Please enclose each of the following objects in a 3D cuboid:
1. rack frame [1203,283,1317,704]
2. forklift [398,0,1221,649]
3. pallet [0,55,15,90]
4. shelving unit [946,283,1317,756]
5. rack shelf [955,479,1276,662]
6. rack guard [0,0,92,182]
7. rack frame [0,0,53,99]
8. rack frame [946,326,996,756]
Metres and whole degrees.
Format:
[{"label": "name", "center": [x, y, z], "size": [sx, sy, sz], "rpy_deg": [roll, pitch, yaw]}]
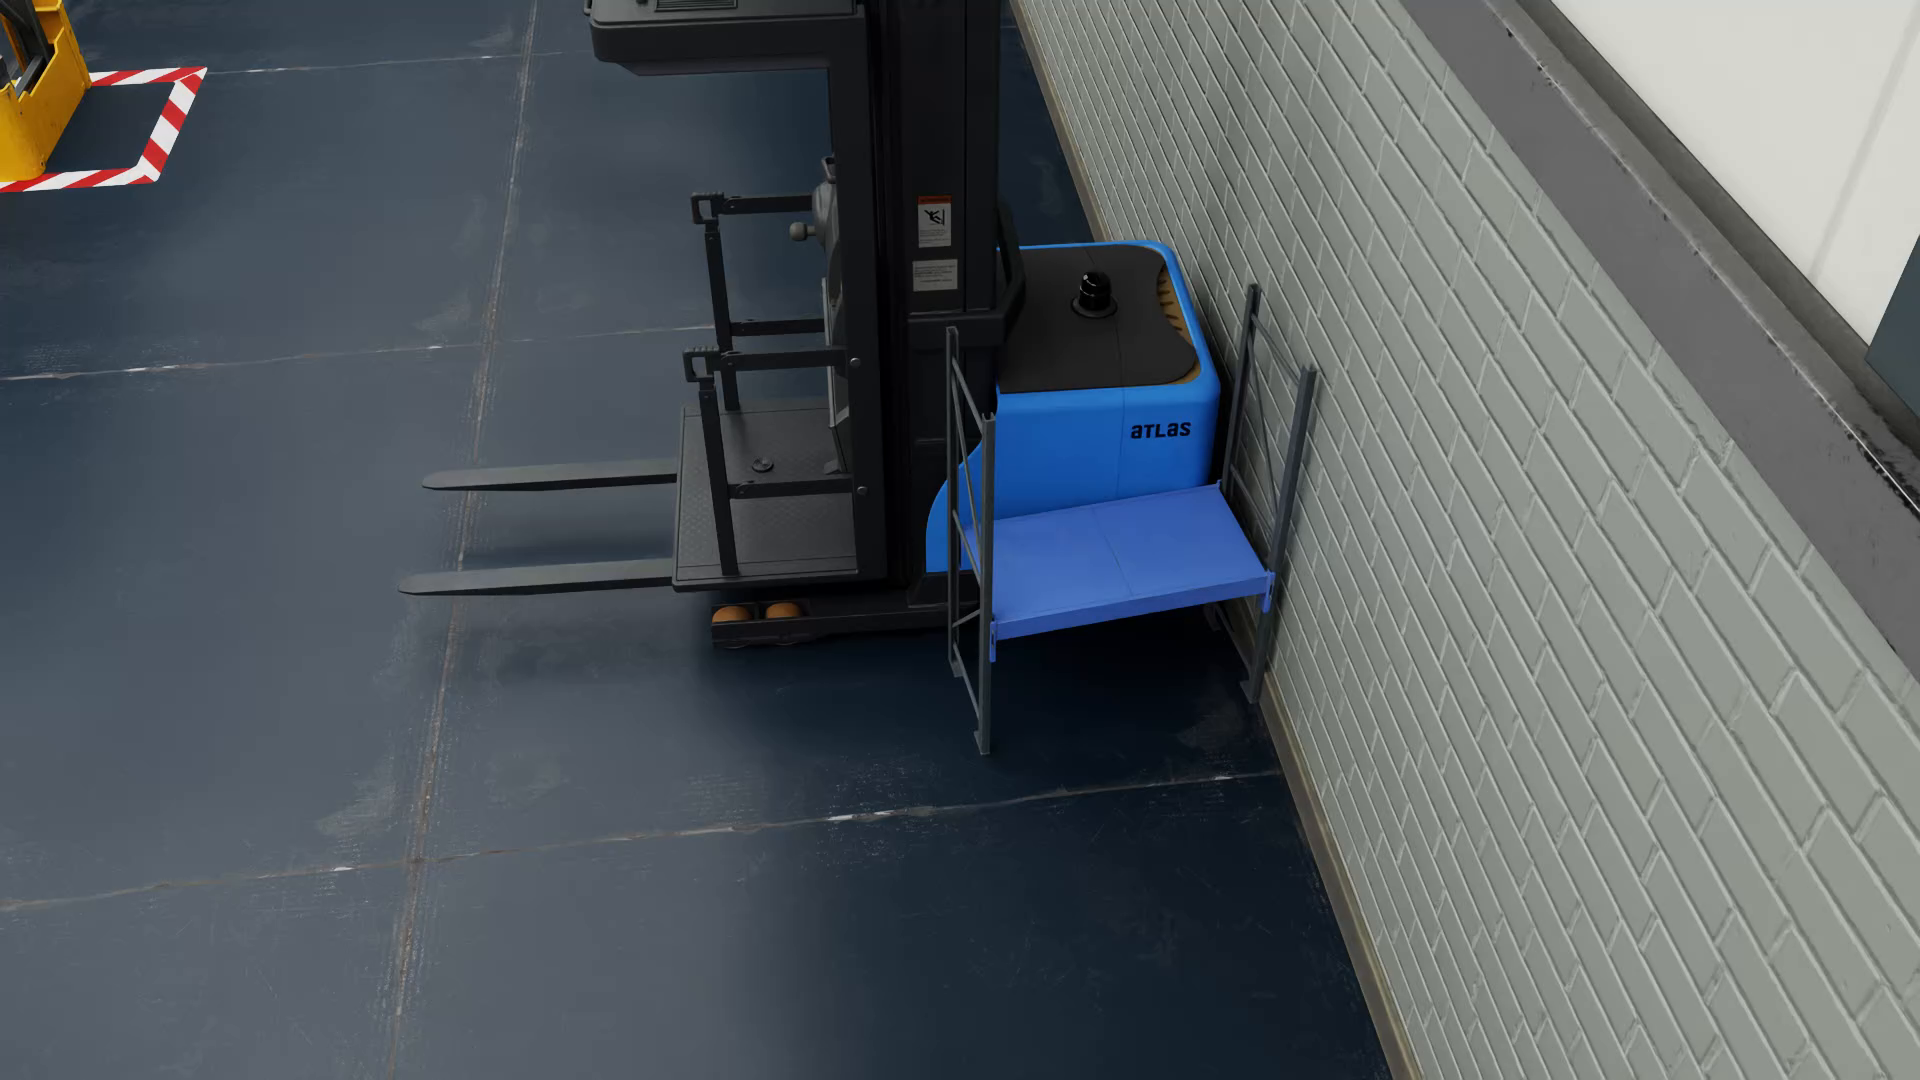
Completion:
[{"label": "rack frame", "center": [1.017, -0.120, 5.764], "size": [0.032, 1.500, 0.500], "rpy_deg": [-9, 43, -10]}, {"label": "forklift", "center": [-0.623, -1.049, 5.725], "size": [3.031, 2.935, 1.130], "rpy_deg": [-4, 42, -4]}, {"label": "pallet", "center": [-6.009, -2.320, 9.165], "size": [1.213, 0.211, 1.003], "rpy_deg": [-5, 42, -6]}, {"label": "shelving unit", "center": [0.524, -0.038, 5.673], "size": [1.048, 1.500, 0.538], "rpy_deg": [-9, 43, -10]}, {"label": "rack shelf", "center": [0.524, 0.095, 5.793], "size": [1.000, 0.185, 0.538], "rpy_deg": [-9, 43, -10]}, {"label": "rack guard", "center": [-5.165, -2.484, 9.131], "size": [0.348, 0.500, 1.175], "rpy_deg": [-5, 42, -6]}, {"label": "rack frame", "center": [-5.187, -3.402, 8.282], "size": [0.127, 3.000, 1.000], "rpy_deg": [-5, 42, -6]}, {"label": "rack frame", "center": [0.031, 0.044, 5.581], "size": [0.032, 1.500, 0.500], "rpy_deg": [-9, 43, -10]}]
